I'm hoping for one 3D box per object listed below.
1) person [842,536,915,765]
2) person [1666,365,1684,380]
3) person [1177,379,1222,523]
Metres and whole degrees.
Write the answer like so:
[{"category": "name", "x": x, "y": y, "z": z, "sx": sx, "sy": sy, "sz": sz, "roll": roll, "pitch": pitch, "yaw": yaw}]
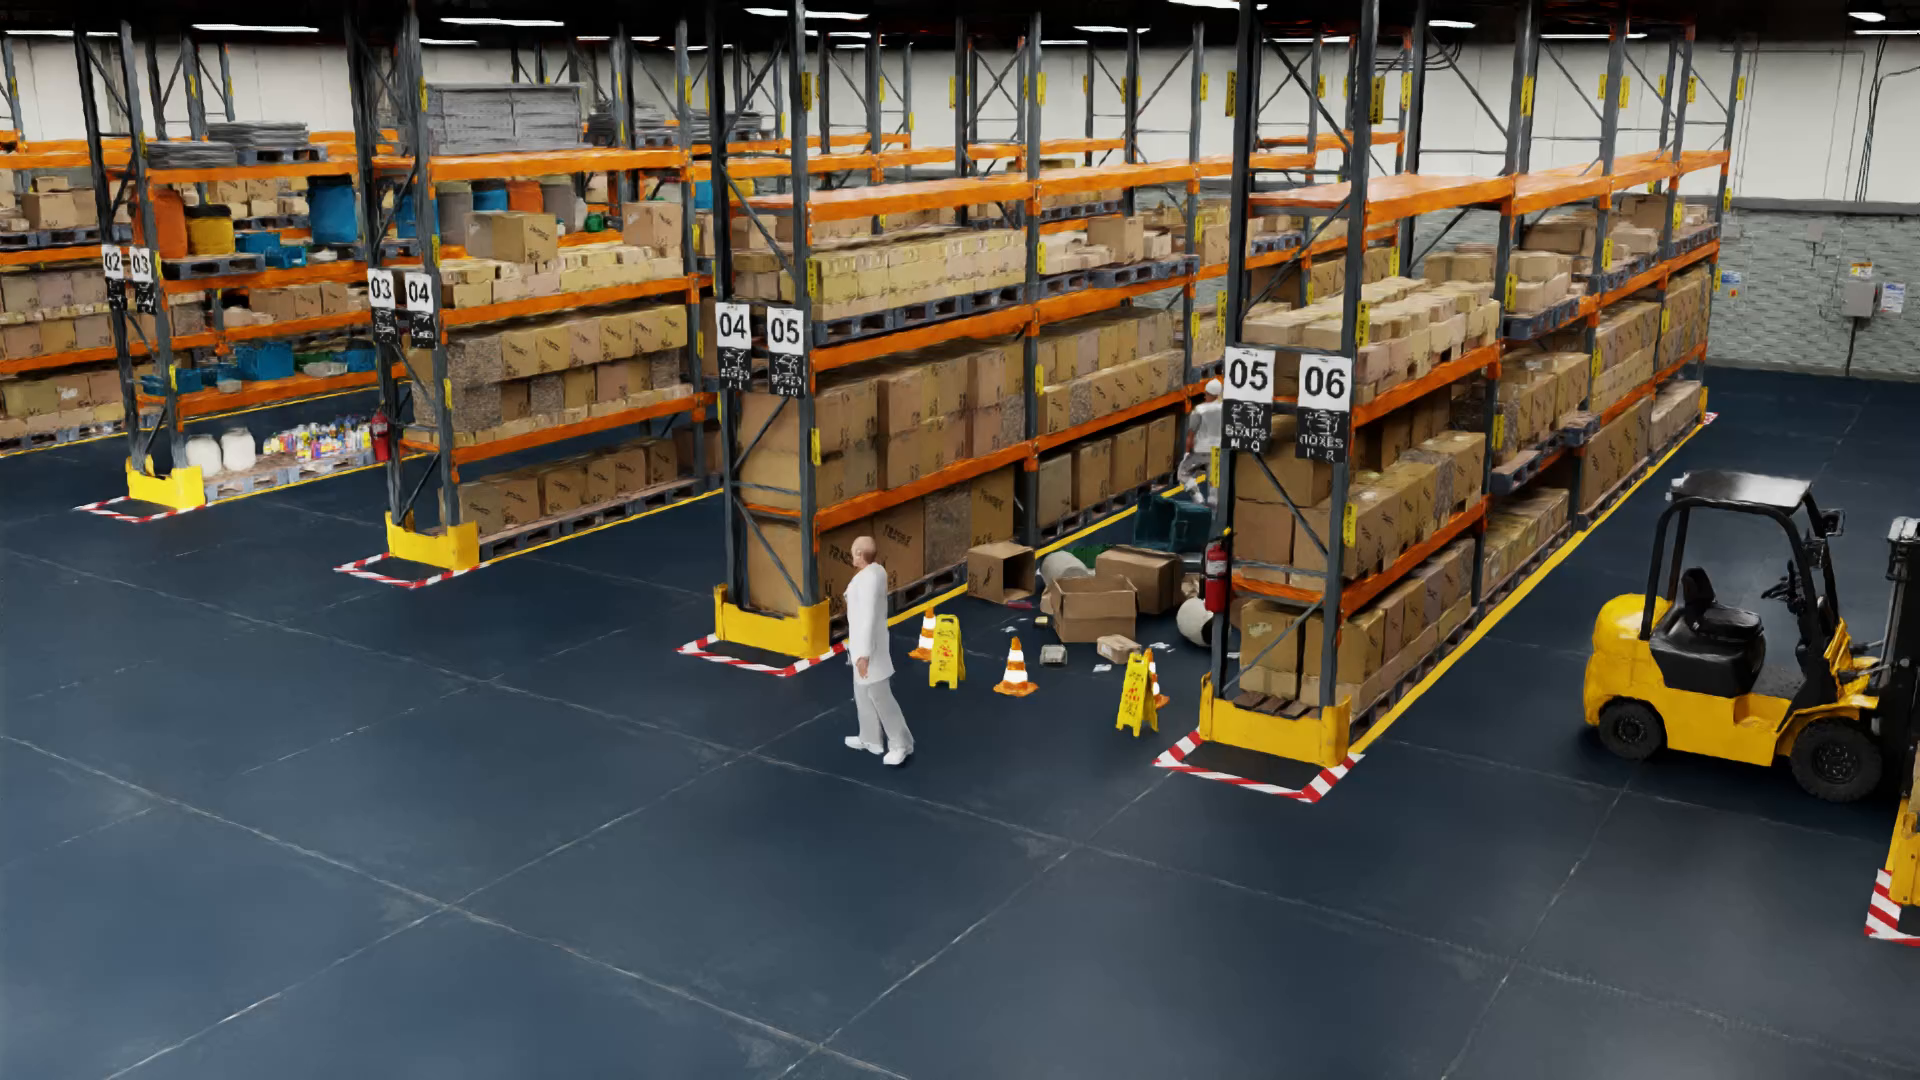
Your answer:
[{"category": "person", "x": -0.644, "y": 0.835, "z": 12.946, "sx": 0.587, "sy": 1.773, "sz": 0.691, "roll": 1, "pitch": 16, "yaw": 5}, {"category": "person", "x": 12.501, "y": -3.618, "z": 29.182, "sx": 0.537, "sy": 1.643, "sz": 0.509, "roll": -6, "pitch": 17, "yaw": -19}, {"category": "person", "x": 2.853, "y": -1.033, "z": 19.546, "sx": 0.608, "sy": 1.775, "sz": 0.489, "roll": -8, "pitch": 17, "yaw": -25}]
